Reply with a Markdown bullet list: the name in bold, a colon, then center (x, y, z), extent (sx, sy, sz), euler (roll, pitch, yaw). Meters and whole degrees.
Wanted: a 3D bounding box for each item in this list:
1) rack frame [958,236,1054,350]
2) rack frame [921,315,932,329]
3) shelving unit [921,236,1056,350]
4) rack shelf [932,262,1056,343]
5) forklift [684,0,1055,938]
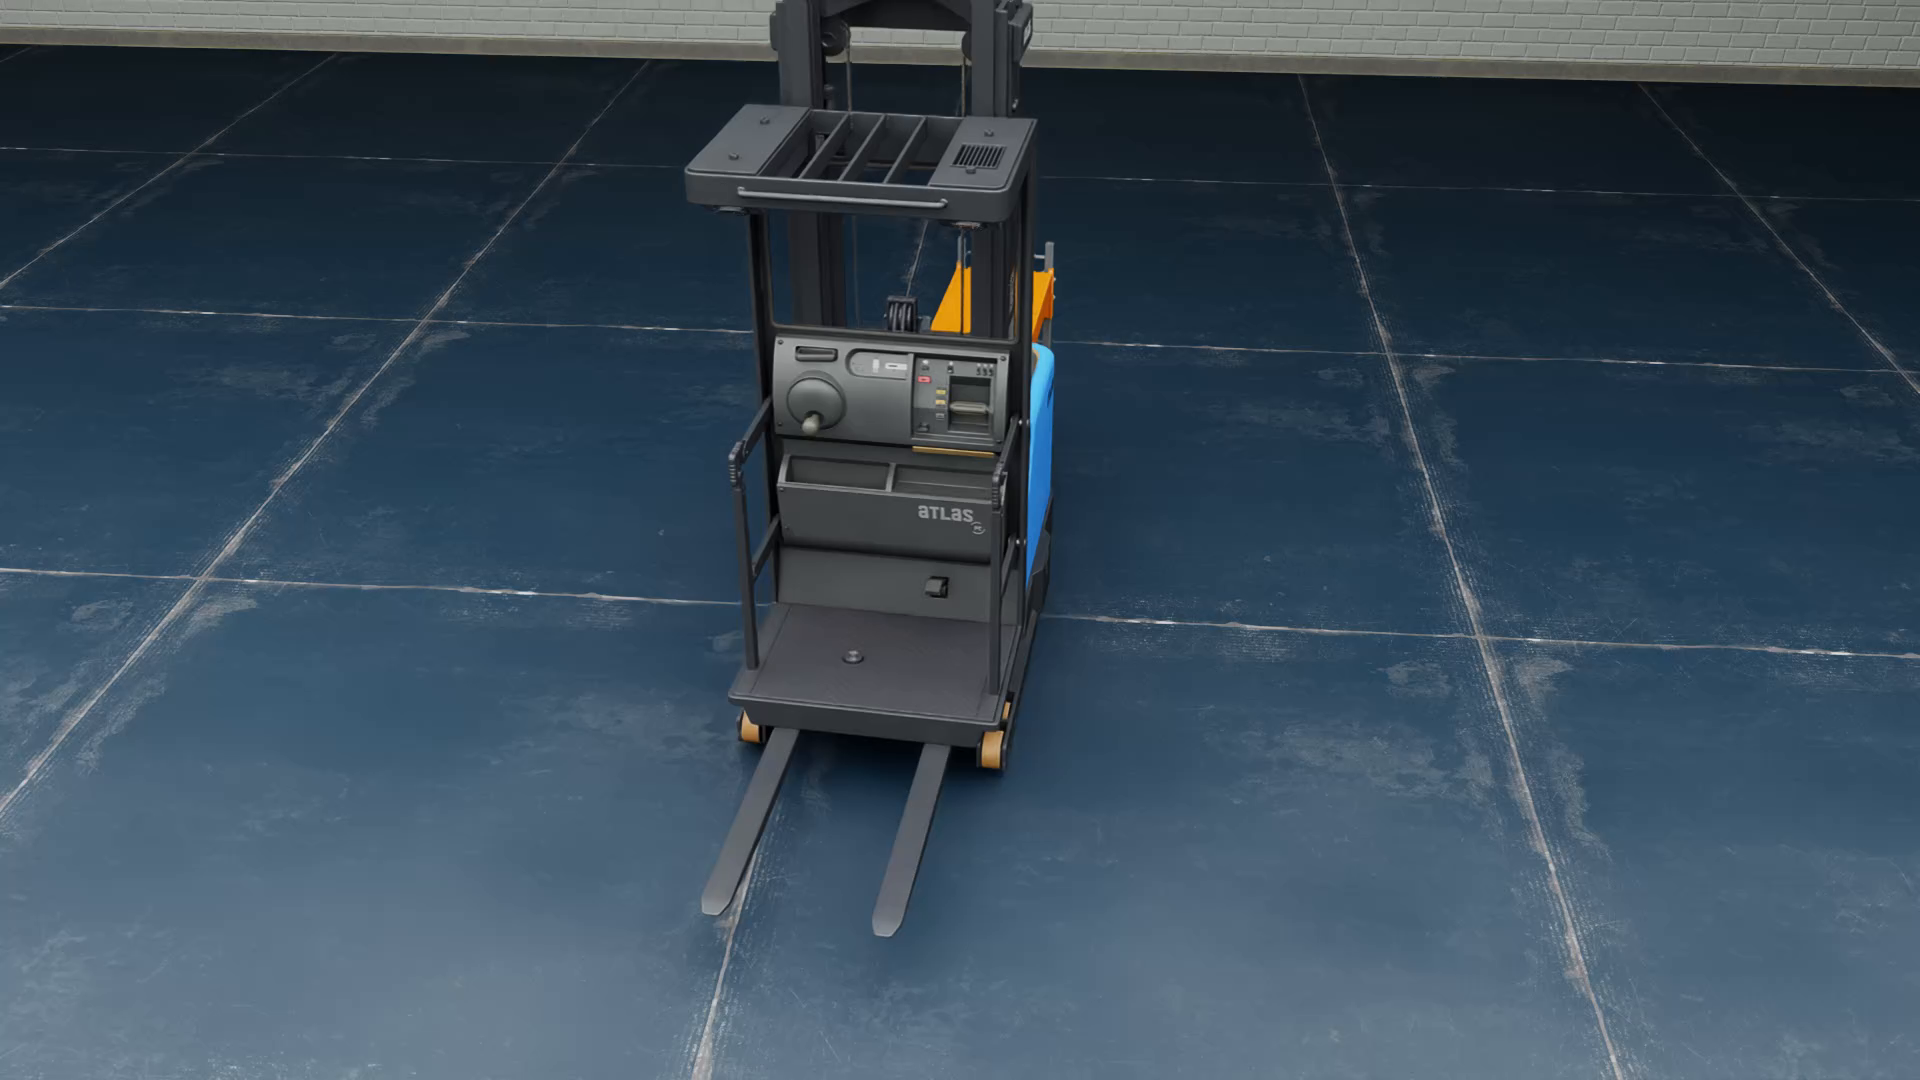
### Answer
- **rack frame**: center (0.239, -1.076, 8.923), extent (0.500, 1.125, 0.032), euler (5, 32, 8)
- **rack frame**: center (0.068, -0.550, 8.070), extent (0.500, 1.125, 0.032), euler (5, 32, 8)
- **shelving unit**: center (0.154, -0.813, 8.497), extent (0.538, 1.125, 1.048), euler (5, 32, 8)
- **rack shelf**: center (0.154, -1.062, 8.343), extent (0.538, 0.278, 1.000), euler (5, 32, 8)
- **forklift**: center (-0.307, -0.523, 6.305), extent (1.130, 2.935, 3.031), euler (5, 32, 8)
